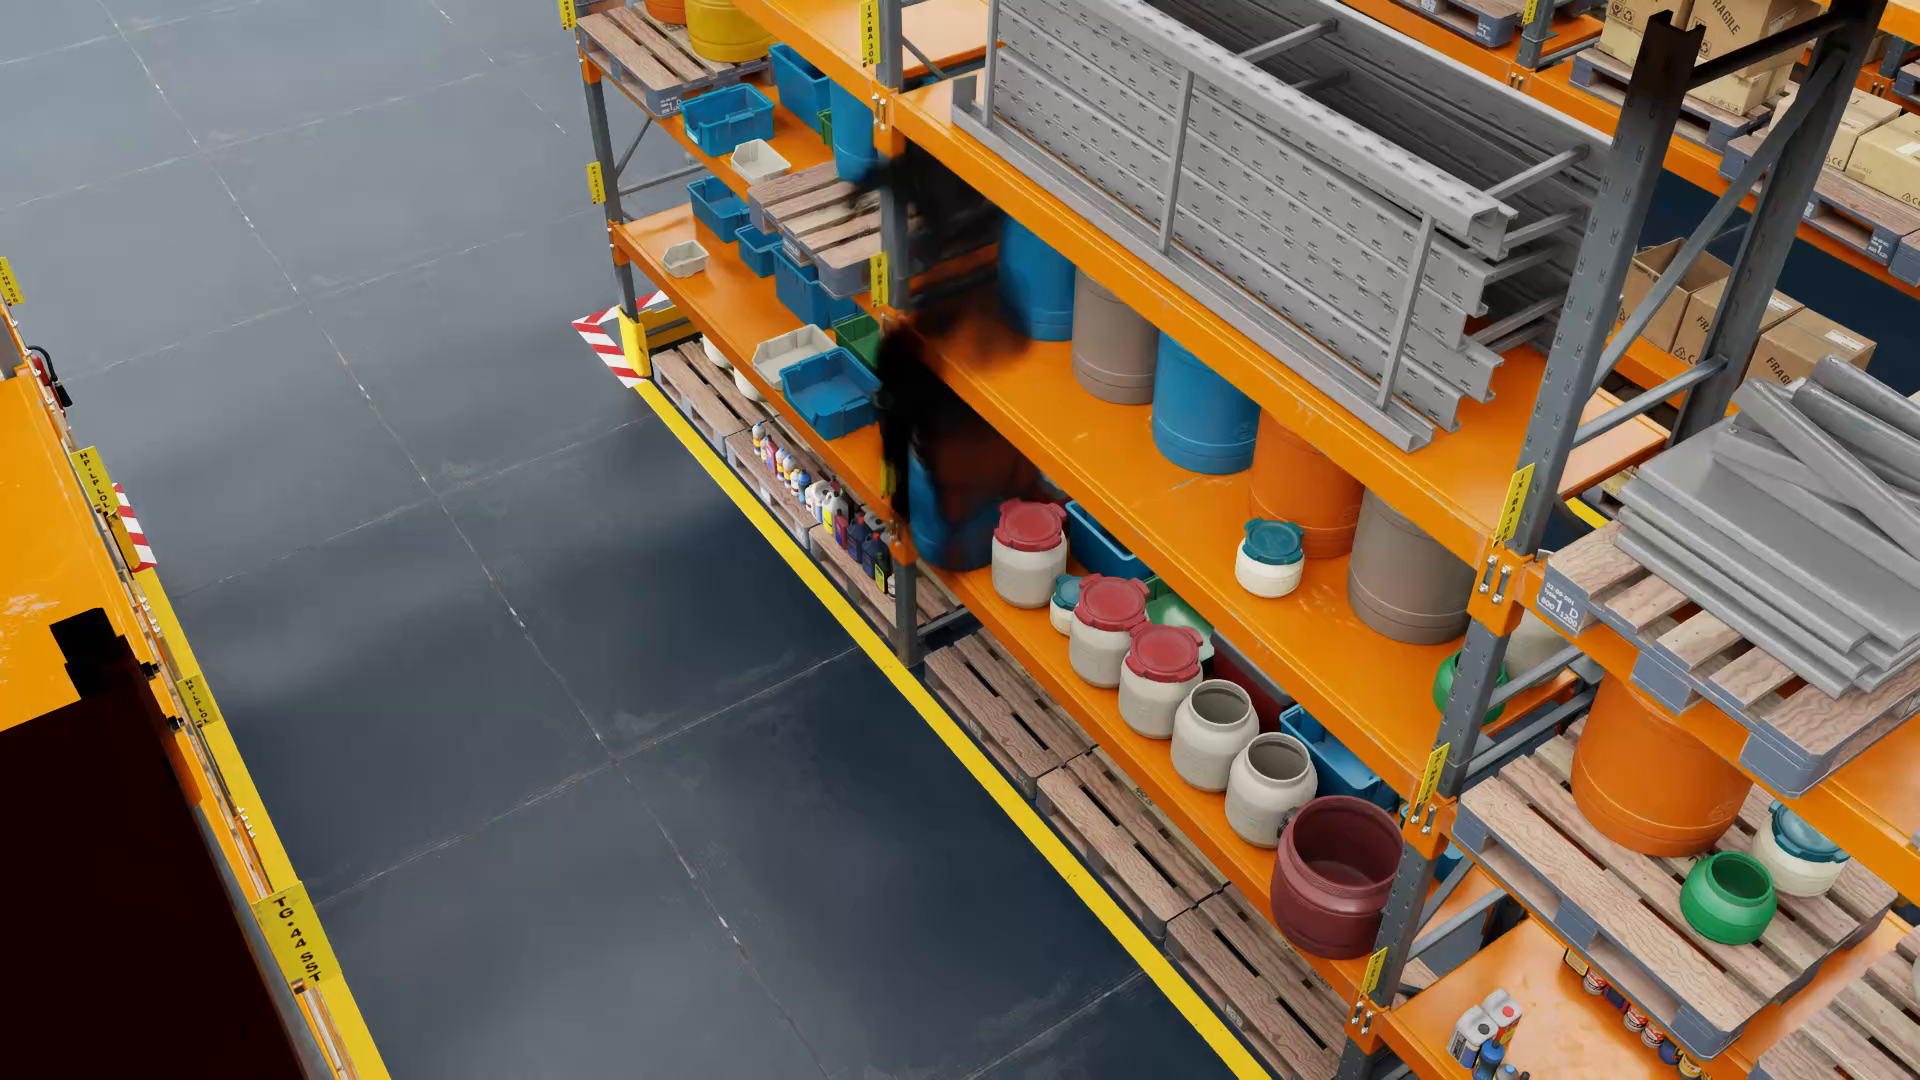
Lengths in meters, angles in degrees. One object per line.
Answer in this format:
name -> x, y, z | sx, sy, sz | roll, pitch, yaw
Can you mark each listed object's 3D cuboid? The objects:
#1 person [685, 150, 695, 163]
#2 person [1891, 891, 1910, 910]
person -> -2.373, -4.250, 15.090 | 0.915, 1.741, 0.644 | -3, 43, -3
person -> 4.817, 1.336, 8.910 | 0.662, 1.646, 0.964 | -33, 52, -30
